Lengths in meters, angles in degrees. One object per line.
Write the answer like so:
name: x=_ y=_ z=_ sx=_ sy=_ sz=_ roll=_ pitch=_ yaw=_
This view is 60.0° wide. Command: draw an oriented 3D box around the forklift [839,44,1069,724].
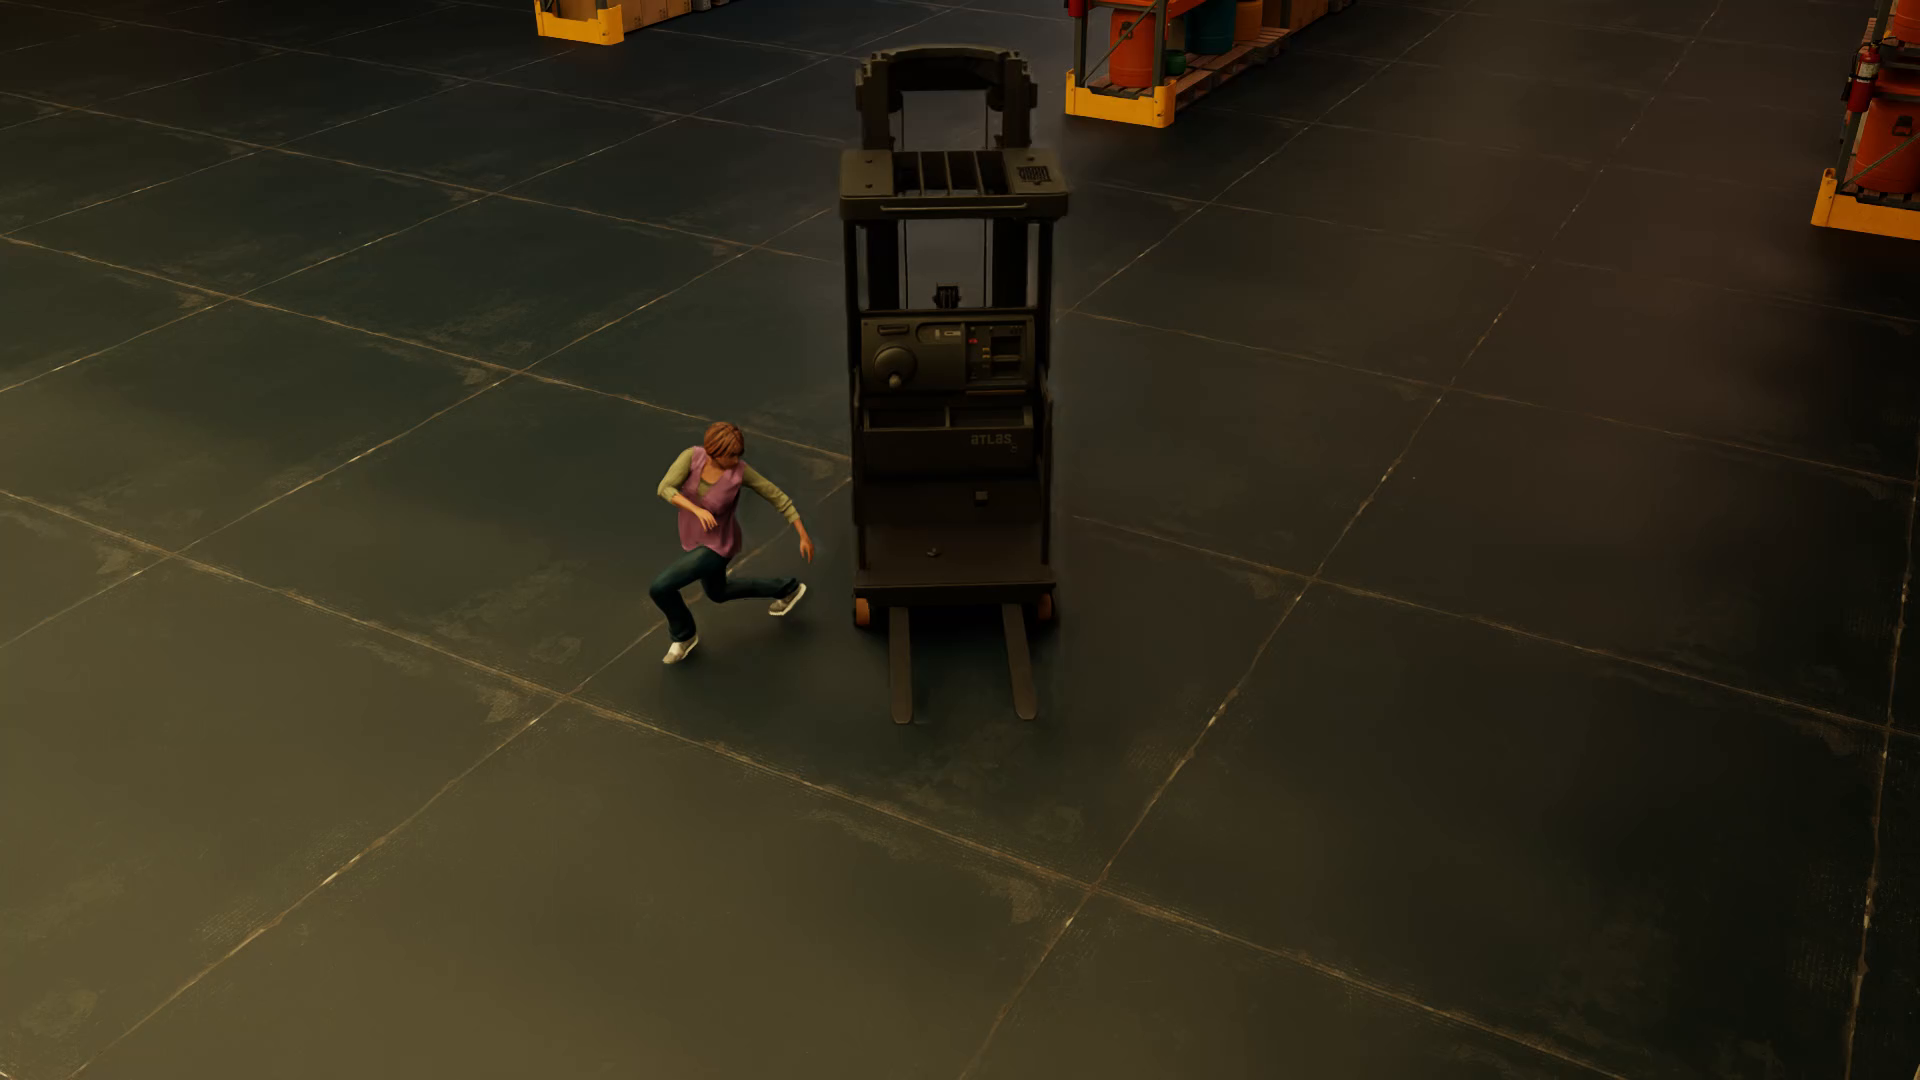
forklift: x=-0.048 y=-0.955 z=8.726 sx=1.130 sy=2.935 sz=3.031 roll=-1 pitch=30 yaw=-3

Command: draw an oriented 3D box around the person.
person: x=-1.188 y=0.016 z=8.695 sx=0.867 sy=1.362 sz=0.632 roll=-24 pitch=38 yaw=-36
